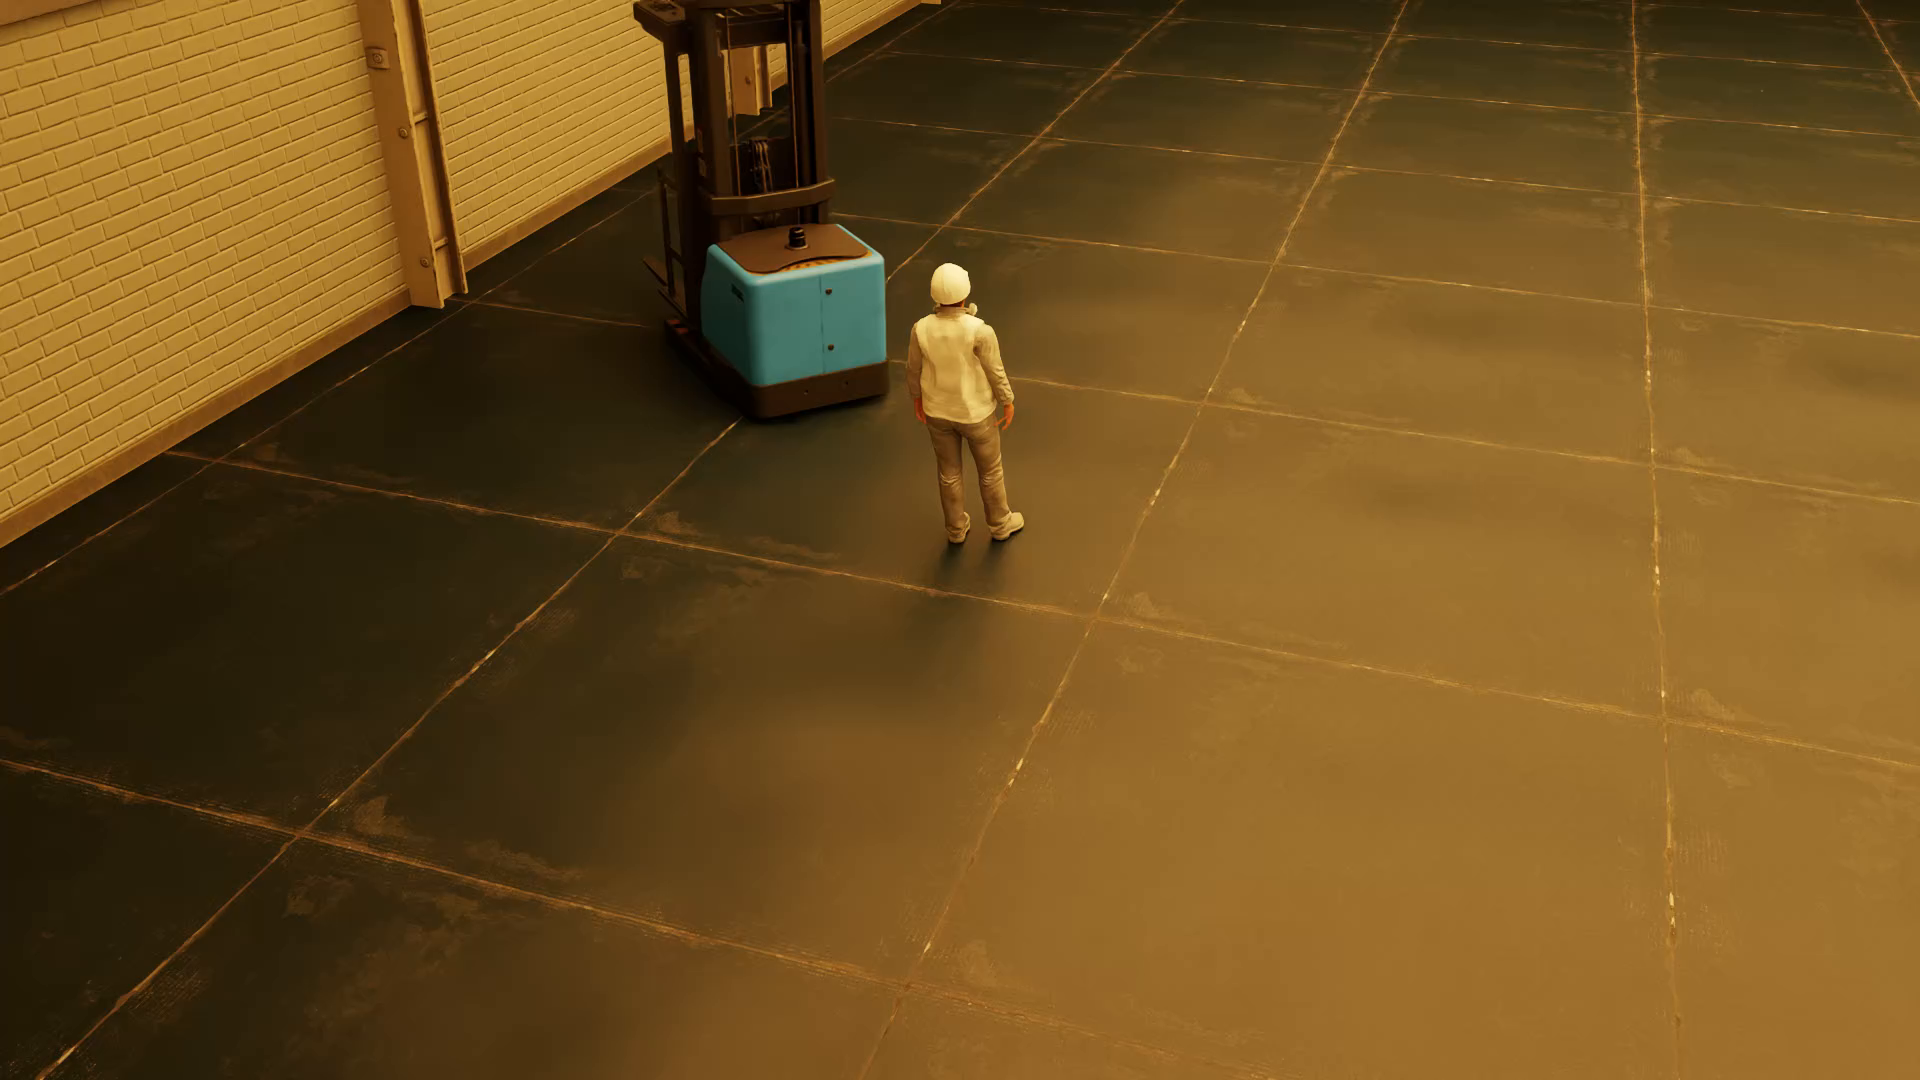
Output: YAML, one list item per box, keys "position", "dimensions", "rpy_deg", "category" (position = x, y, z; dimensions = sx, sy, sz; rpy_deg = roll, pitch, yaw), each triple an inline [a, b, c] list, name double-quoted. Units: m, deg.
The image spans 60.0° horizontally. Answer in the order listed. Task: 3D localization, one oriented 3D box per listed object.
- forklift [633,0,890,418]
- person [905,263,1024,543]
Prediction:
- position: [-1.624, -2.814, 12.072]
  dimensions: [1.130, 2.935, 3.031]
  rpy_deg: [-14, 33, -23]
  category: "forklift"
- position: [0.027, -0.805, 9.703]
  dimensions: [0.633, 1.775, 0.566]
  rpy_deg: [10, 31, 16]
  category: "person"
